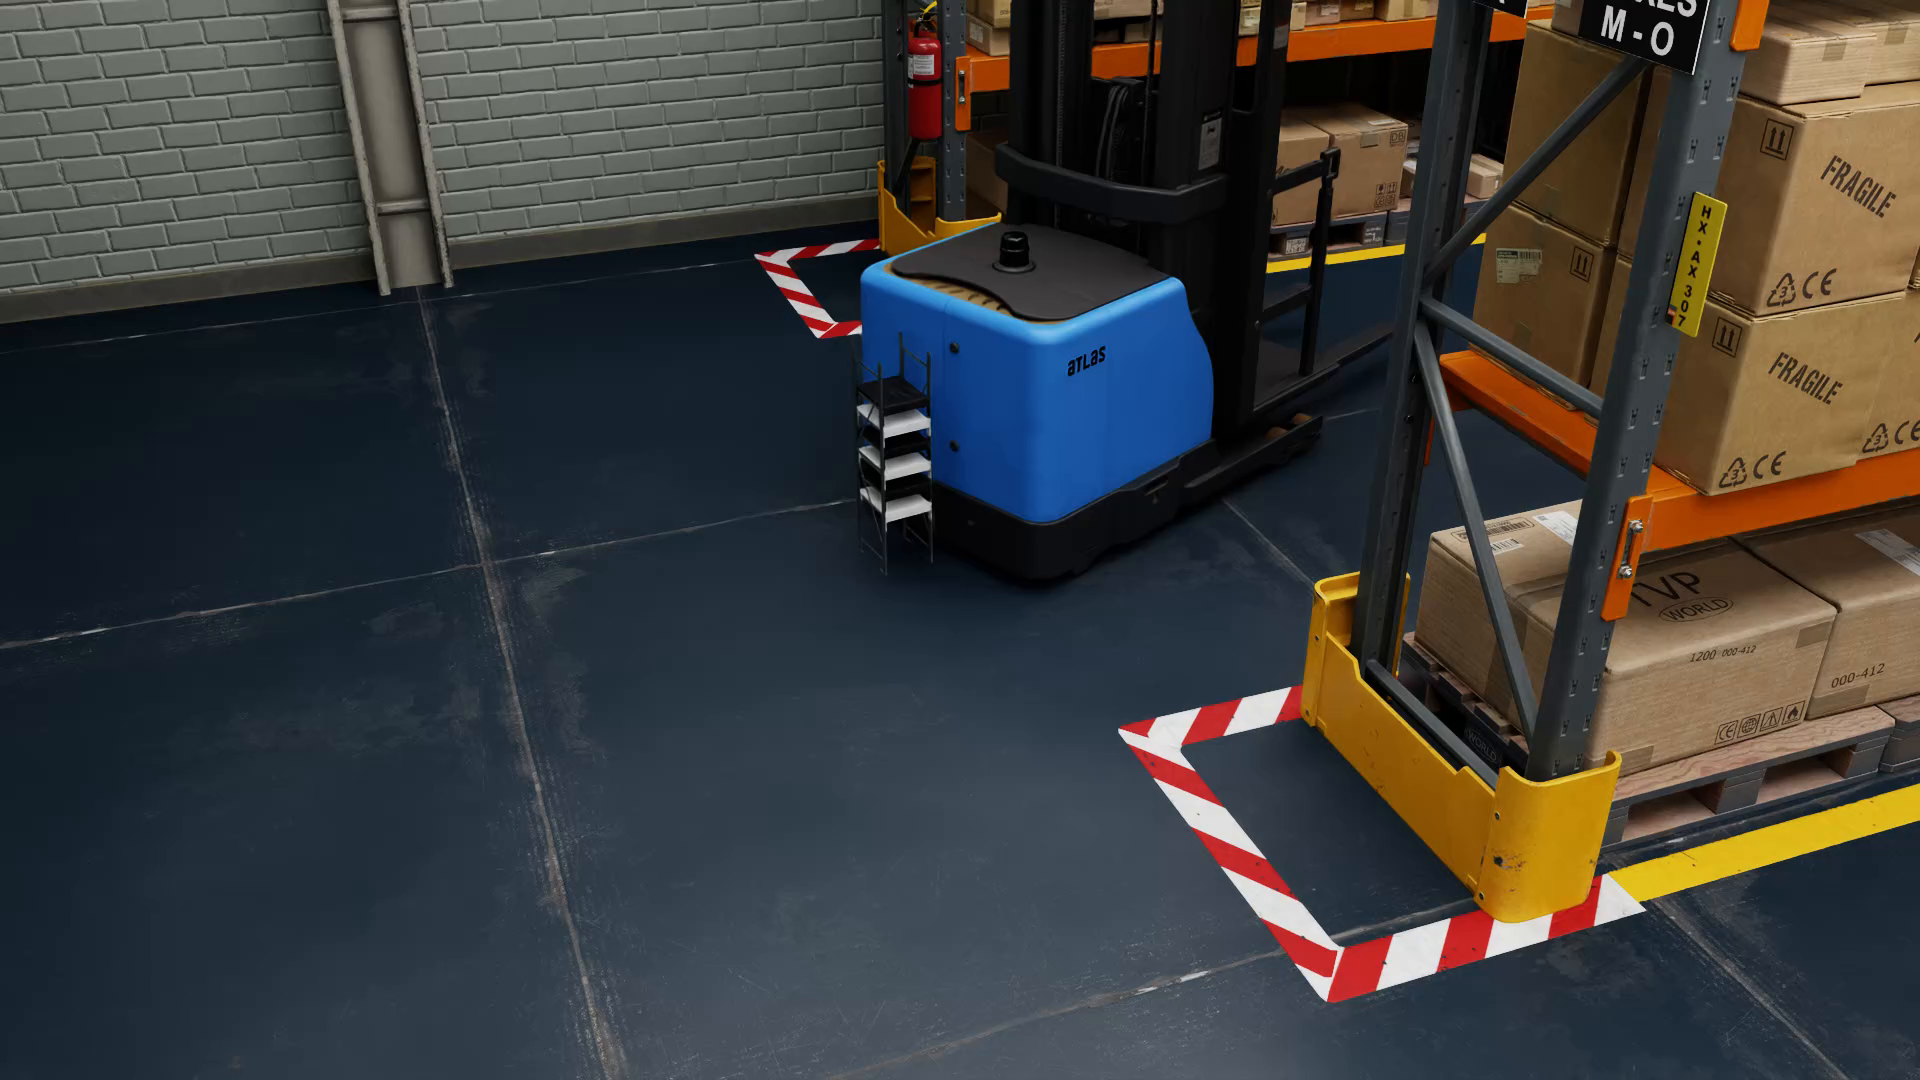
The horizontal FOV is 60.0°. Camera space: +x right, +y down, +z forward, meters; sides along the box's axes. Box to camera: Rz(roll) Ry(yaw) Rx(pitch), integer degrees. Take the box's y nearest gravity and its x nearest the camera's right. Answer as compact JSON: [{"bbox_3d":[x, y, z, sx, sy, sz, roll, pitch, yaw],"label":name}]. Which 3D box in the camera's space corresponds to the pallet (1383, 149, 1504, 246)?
[{"bbox_3d":[2.905,-2.154,10.317,1.213,0.211,1.003,-10,31,-18],"label":"pallet"}]

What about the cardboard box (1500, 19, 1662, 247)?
[{"bbox_3d":[1.903,-1.162,4.649,0.500,0.500,0.500,-9,31,-16],"label":"cardboard box"}]

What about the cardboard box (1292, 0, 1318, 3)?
[{"bbox_3d":[1.738,-3.085,8.985,0.500,0.250,0.500,-11,32,-19],"label":"cardboard box"}]

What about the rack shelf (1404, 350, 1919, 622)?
[{"bbox_3d":[3.409,-0.523,5.365,4.000,0.370,1.077,-10,31,-18],"label":"rack shelf"}]

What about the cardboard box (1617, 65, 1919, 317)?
[{"bbox_3d":[2.084,-0.919,4.222,0.500,0.500,0.500,-11,32,-19],"label":"cardboard box"}]

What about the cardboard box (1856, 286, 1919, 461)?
[{"bbox_3d":[2.549,-0.584,4.644,0.500,0.500,0.500,-11,31,-18],"label":"cardboard box"}]

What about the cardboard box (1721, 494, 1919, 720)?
[{"bbox_3d":[2.973,0.118,5.677,0.875,0.438,0.875,-10,31,-16],"label":"cardboard box"}]

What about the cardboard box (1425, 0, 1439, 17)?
[{"bbox_3d":[2.611,-3.058,9.341,0.250,0.149,0.380,-10,31,-16],"label":"cardboard box"}]

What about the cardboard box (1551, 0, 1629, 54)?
[{"bbox_3d":[1.801,-1.405,4.420,0.250,0.149,0.380,-10,31,-17],"label":"cardboard box"}]

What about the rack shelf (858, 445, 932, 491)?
[{"bbox_3d":[-0.259,-0.298,6.431,0.200,0.077,0.258,-16,33,-25],"label":"rack shelf"}]

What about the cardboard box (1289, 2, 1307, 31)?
[{"bbox_3d":[1.668,-2.867,9.007,0.250,0.149,0.380,-10,31,-16],"label":"cardboard box"}]

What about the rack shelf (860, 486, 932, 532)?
[{"bbox_3d":[-0.259,-0.141,6.520,0.200,0.077,0.258,-16,33,-25],"label":"rack shelf"}]

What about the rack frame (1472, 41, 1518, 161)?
[{"bbox_3d":[3.549,-3.483,9.834,0.127,3.000,1.000,-10,31,-18],"label":"rack frame"}]

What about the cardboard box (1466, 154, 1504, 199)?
[{"bbox_3d":[3.129,-2.195,10.028,0.250,0.149,0.380,-11,32,-19],"label":"cardboard box"}]

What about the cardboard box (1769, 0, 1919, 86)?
[{"bbox_3d":[2.185,-1.261,4.168,0.250,0.149,0.380,-10,31,-16],"label":"cardboard box"}]

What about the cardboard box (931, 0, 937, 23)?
[{"bbox_3d":[0.017,-2.865,9.003,0.250,0.149,0.380,-11,31,-18],"label":"cardboard box"}]

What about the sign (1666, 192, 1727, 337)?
[{"bbox_3d":[1.722,-0.643,3.893,0.005,0.325,0.100,-10,31,-18],"label":"sign"}]

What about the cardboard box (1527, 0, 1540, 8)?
[{"bbox_3d":[3.102,-3.147,9.497,0.250,0.149,0.380,-10,31,-16],"label":"cardboard box"}]

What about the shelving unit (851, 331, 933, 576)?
[{"bbox_3d":[-0.259,-0.327,6.414,0.210,0.900,0.258,-16,33,-25],"label":"shelving unit"}]

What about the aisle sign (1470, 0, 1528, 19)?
[{"bbox_3d":[1.359,-1.752,4.168,0.004,0.787,0.394,-10,31,-18],"label":"aisle sign"}]

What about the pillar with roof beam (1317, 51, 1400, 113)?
[{"bbox_3d":[4.083,-4.391,5.366,0.400,9.000,9.100,-10,31,-18],"label":"pillar with roof beam"}]

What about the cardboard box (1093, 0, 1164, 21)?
[{"bbox_3d":[0.792,-2.897,8.656,0.500,0.250,0.500,-10,31,-17],"label":"cardboard box"}]

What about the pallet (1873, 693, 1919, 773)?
[{"bbox_3d":[3.398,0.338,5.944,1.213,0.211,1.003,-10,31,-18],"label":"pallet"}]

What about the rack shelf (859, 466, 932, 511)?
[{"bbox_3d":[-0.259,-0.219,6.475,0.200,0.077,0.258,-16,33,-25],"label":"rack shelf"}]

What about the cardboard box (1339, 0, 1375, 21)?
[{"bbox_3d":[2.101,-3.008,9.254,0.250,0.149,0.380,-10,31,-17],"label":"cardboard box"}]

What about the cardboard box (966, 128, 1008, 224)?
[{"bbox_3d":[0.406,-1.952,9.244,0.637,0.503,0.797,-12,32,-20],"label":"cardboard box"}]

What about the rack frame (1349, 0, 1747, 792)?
[{"bbox_3d":[1.534,-0.491,4.581,0.127,3.000,1.000,-10,31,-18],"label":"rack frame"}]

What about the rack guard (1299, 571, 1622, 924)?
[{"bbox_3d":[1.512,0.600,5.192,0.348,0.500,1.175,-10,31,-18],"label":"rack guard"}]

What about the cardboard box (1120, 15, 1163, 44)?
[{"bbox_3d":[0.919,-2.755,8.810,0.250,0.149,0.380,-9,31,-16],"label":"cardboard box"}]

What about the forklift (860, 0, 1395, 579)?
[{"bbox_3d":[0.977,-1.759,6.877,1.130,2.935,3.031,25,38,37],"label":"forklift"}]

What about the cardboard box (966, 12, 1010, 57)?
[{"bbox_3d":[0.204,-2.613,8.560,0.250,0.149,0.380,-11,31,-18],"label":"cardboard box"}]

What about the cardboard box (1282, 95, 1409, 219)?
[{"bbox_3d":[2.194,-2.260,9.787,0.500,0.500,0.700,-12,32,-19],"label":"cardboard box"}]

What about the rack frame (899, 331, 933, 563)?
[{"bbox_3d":[-0.170,-0.351,6.458,0.006,0.900,0.240,-16,33,-25],"label":"rack frame"}]
